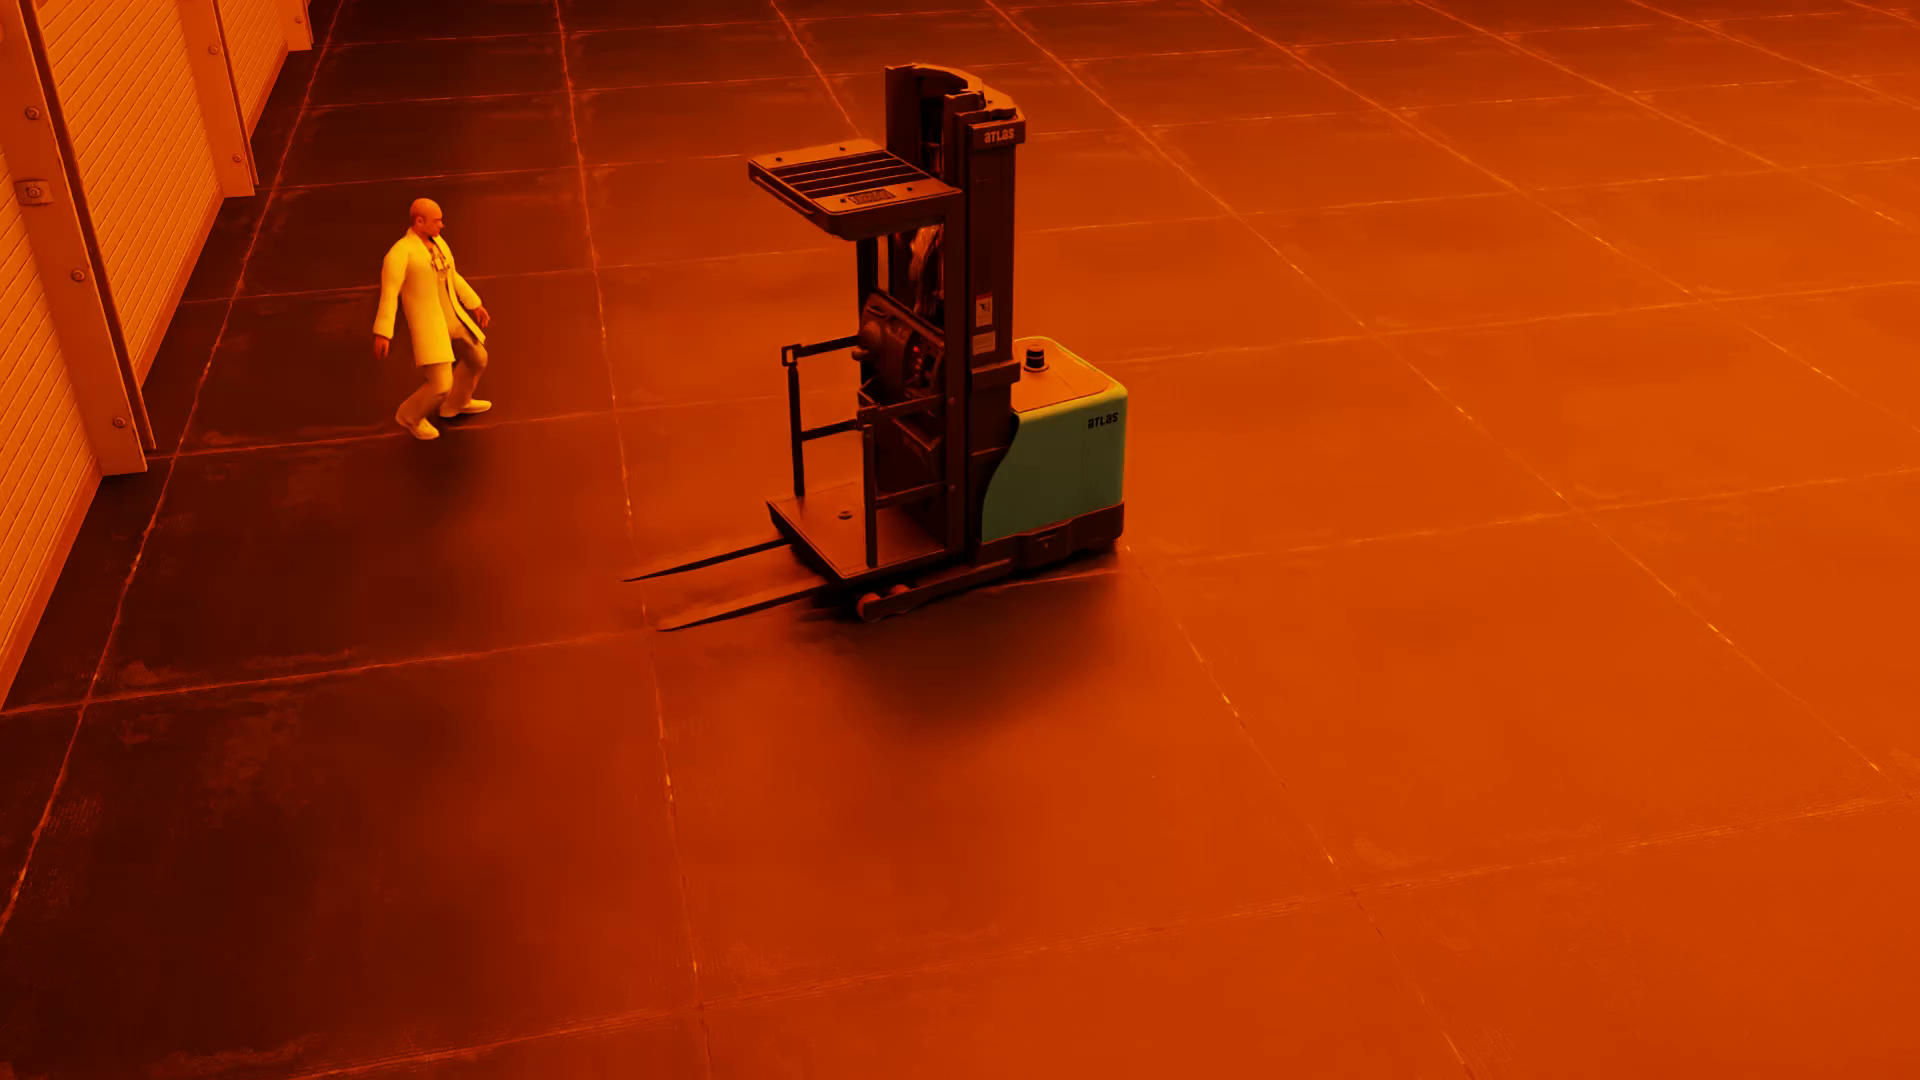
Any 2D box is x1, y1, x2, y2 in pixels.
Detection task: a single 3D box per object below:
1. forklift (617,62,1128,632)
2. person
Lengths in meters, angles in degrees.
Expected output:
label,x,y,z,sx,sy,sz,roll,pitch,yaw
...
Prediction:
label,x,y,z,sx,sy,sz,roll,pitch,yaw
forklift,-0.517,-1.091,9.459,3.031,2.935,1.130,-16,34,-25
person,-3.626,-1.494,11.414,0.574,1.684,0.942,13,33,21
